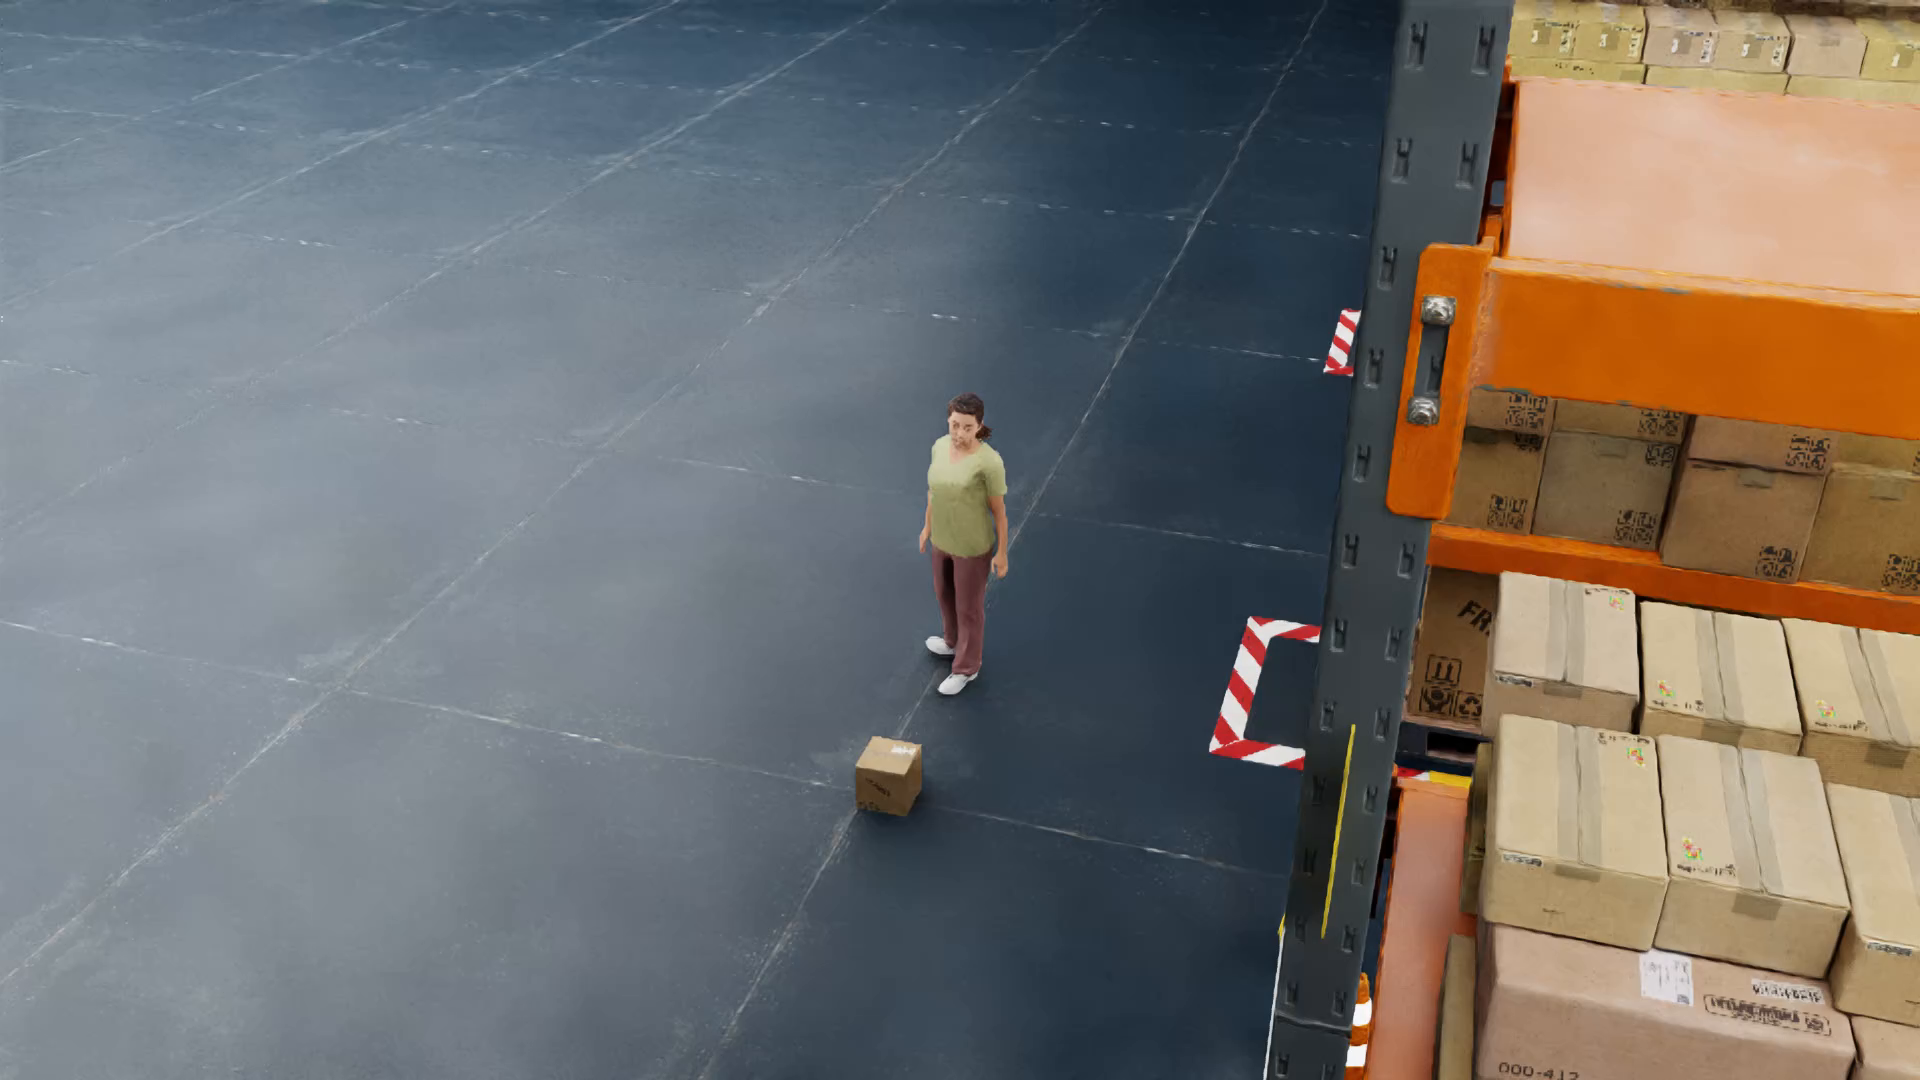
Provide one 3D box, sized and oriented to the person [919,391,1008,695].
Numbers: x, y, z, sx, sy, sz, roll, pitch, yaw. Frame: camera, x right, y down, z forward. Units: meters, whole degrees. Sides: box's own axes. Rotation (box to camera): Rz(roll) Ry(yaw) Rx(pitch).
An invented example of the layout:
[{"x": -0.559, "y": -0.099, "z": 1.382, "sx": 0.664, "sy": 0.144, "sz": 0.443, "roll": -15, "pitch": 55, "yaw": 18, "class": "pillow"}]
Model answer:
[{"x": -0.014, "y": -0.008, "z": 8.497, "sx": 0.609, "sy": 1.667, "sz": 0.435, "roll": 25, "pitch": 38, "yaw": 37, "class": "person"}]
